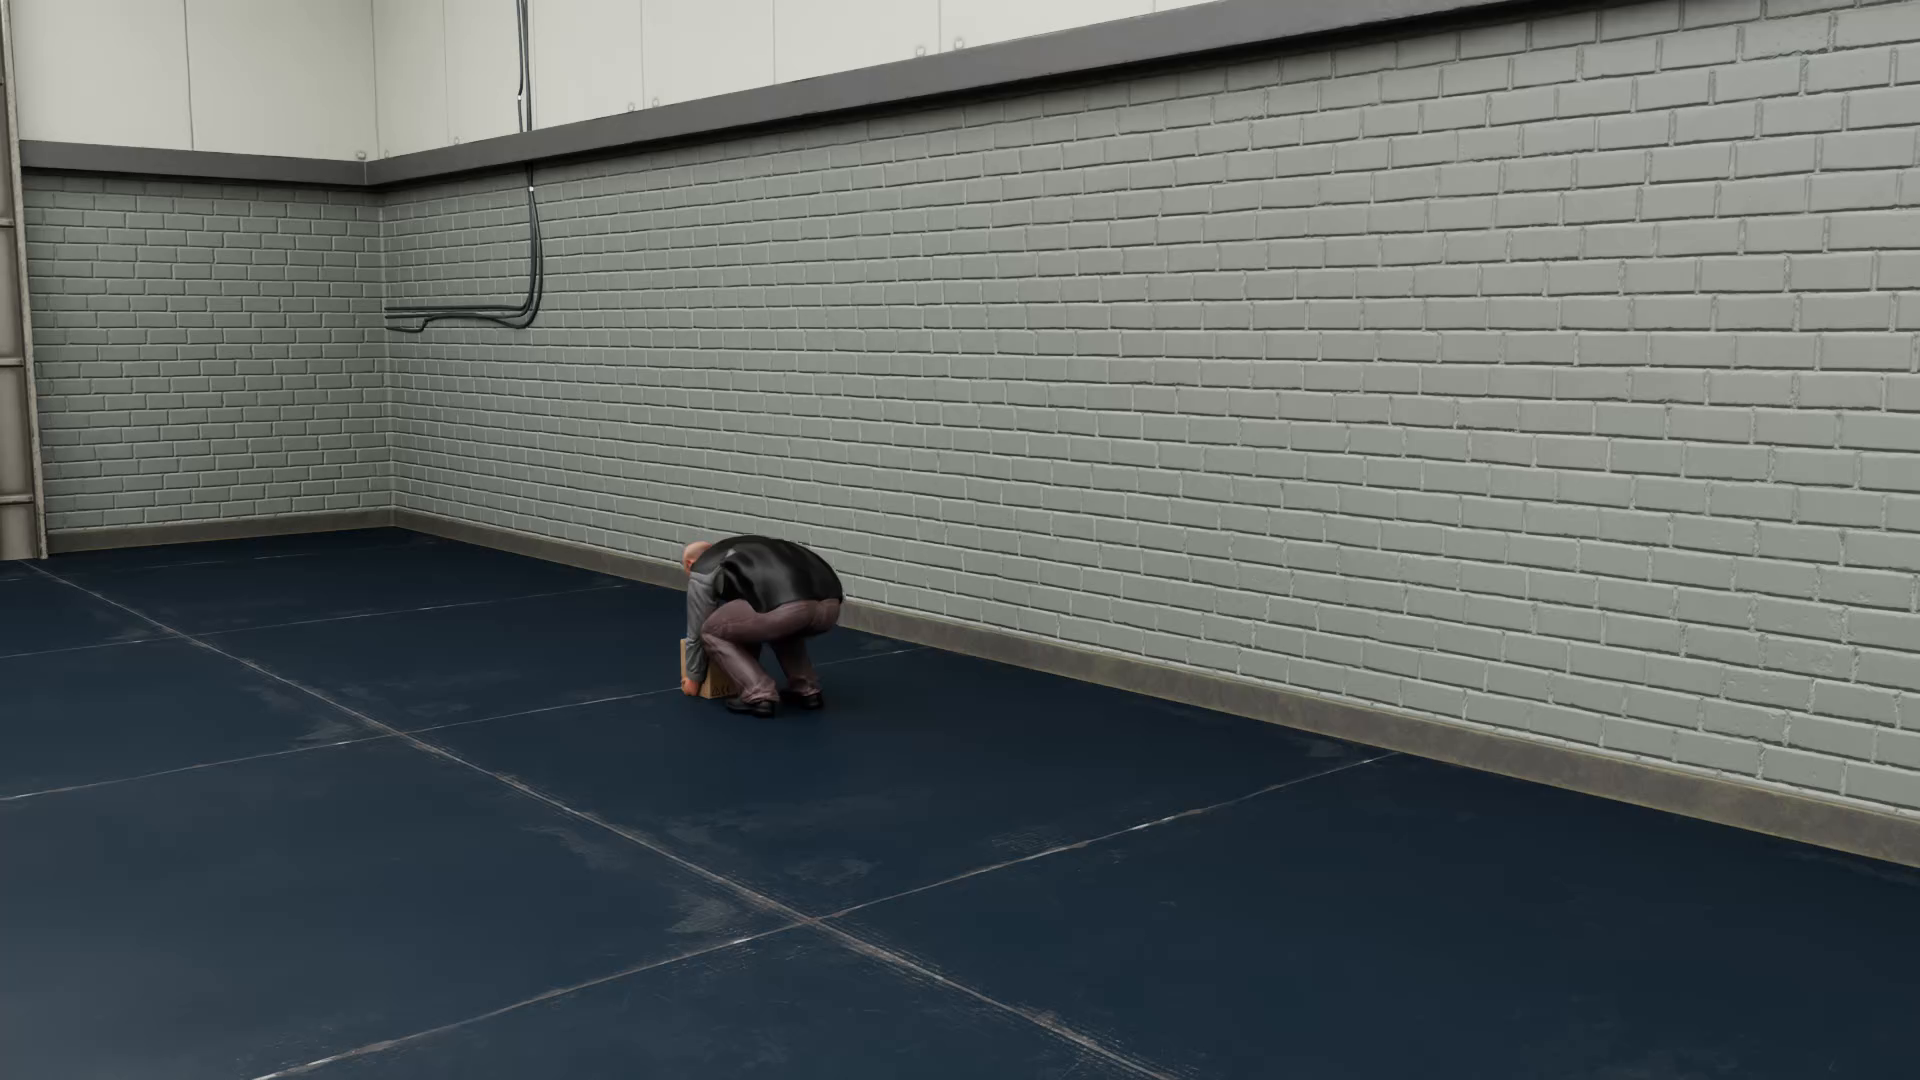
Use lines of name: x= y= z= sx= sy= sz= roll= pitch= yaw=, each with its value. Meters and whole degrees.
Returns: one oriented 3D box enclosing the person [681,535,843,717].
person: x=-0.953 y=0.381 z=7.690 sx=0.505 sy=0.794 sz=0.943 roll=-7 pitch=10 yaw=-42
